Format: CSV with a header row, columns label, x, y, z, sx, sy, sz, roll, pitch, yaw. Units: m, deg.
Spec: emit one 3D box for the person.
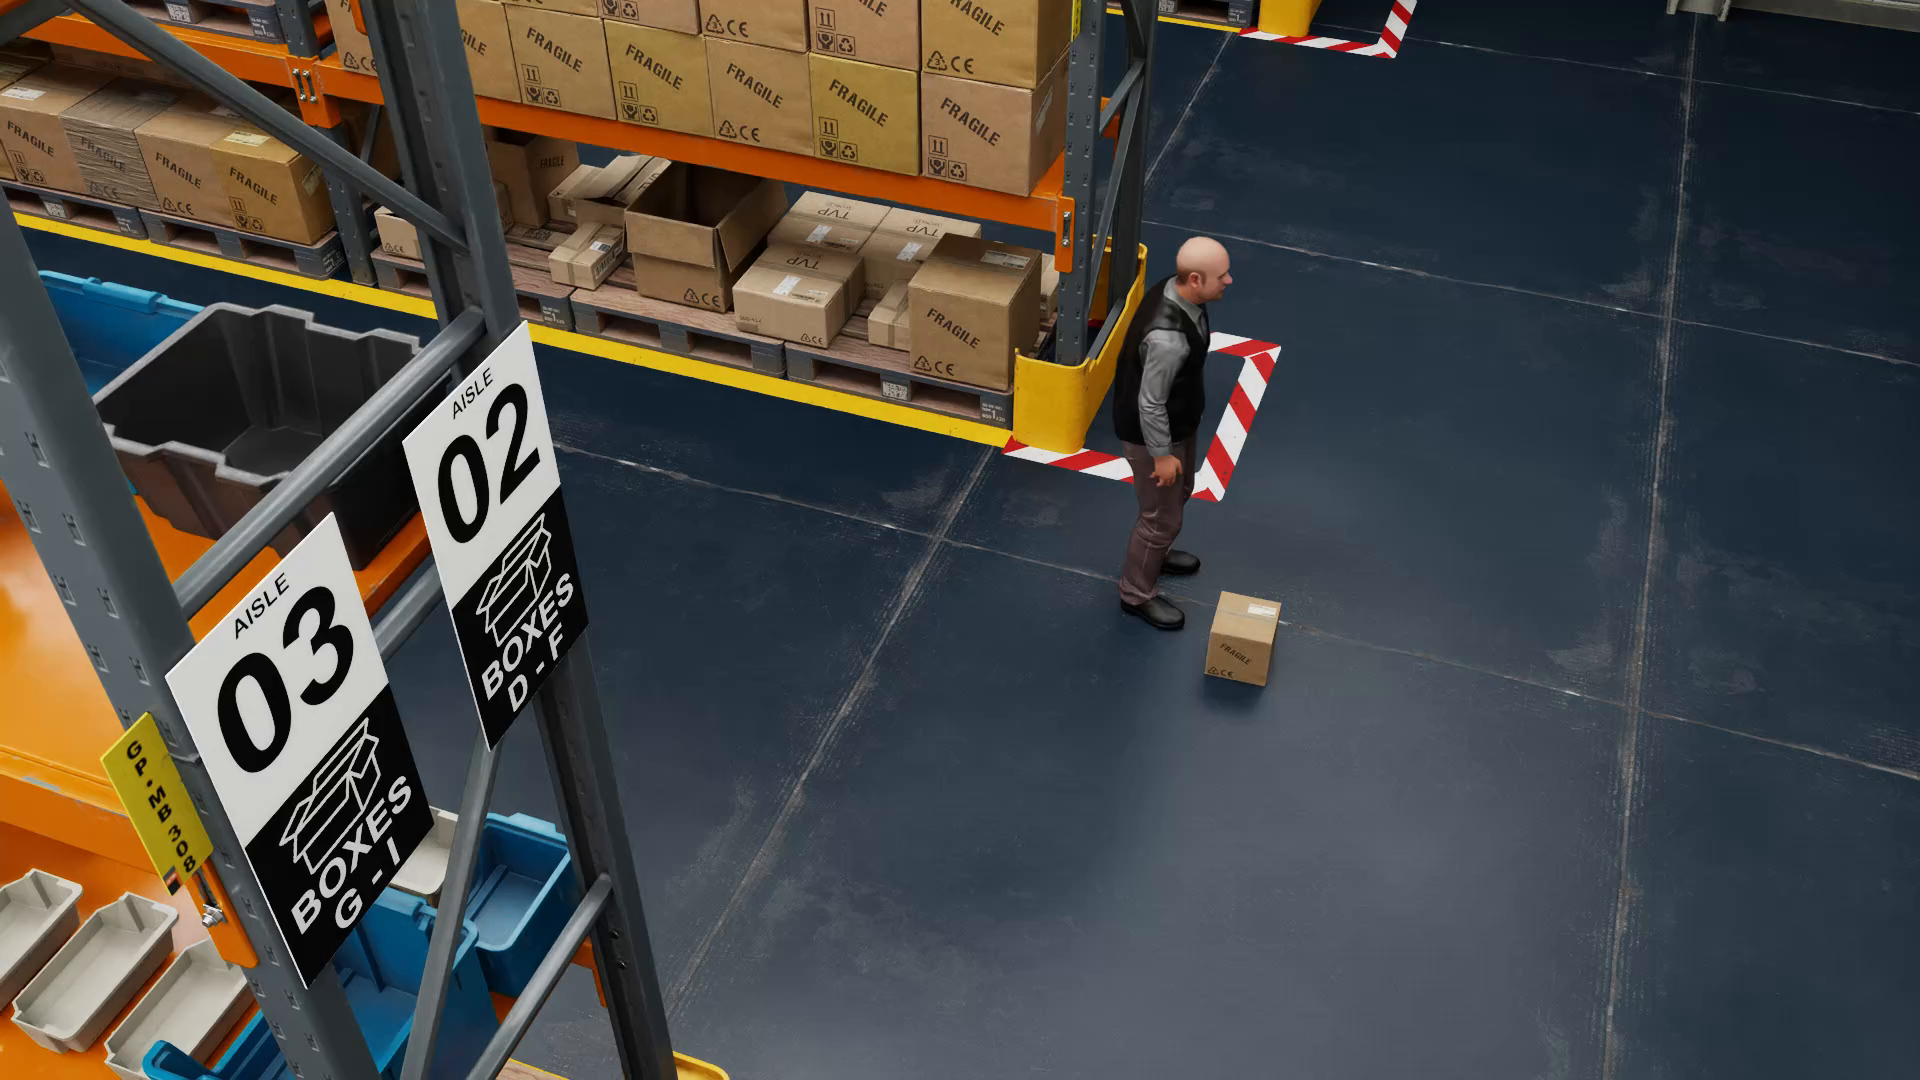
label,x,y,z,sx,sy,sz,roll,pitch,yaw
person,0.824,-0.463,6.705,0.417,1.722,0.580,12,43,13
